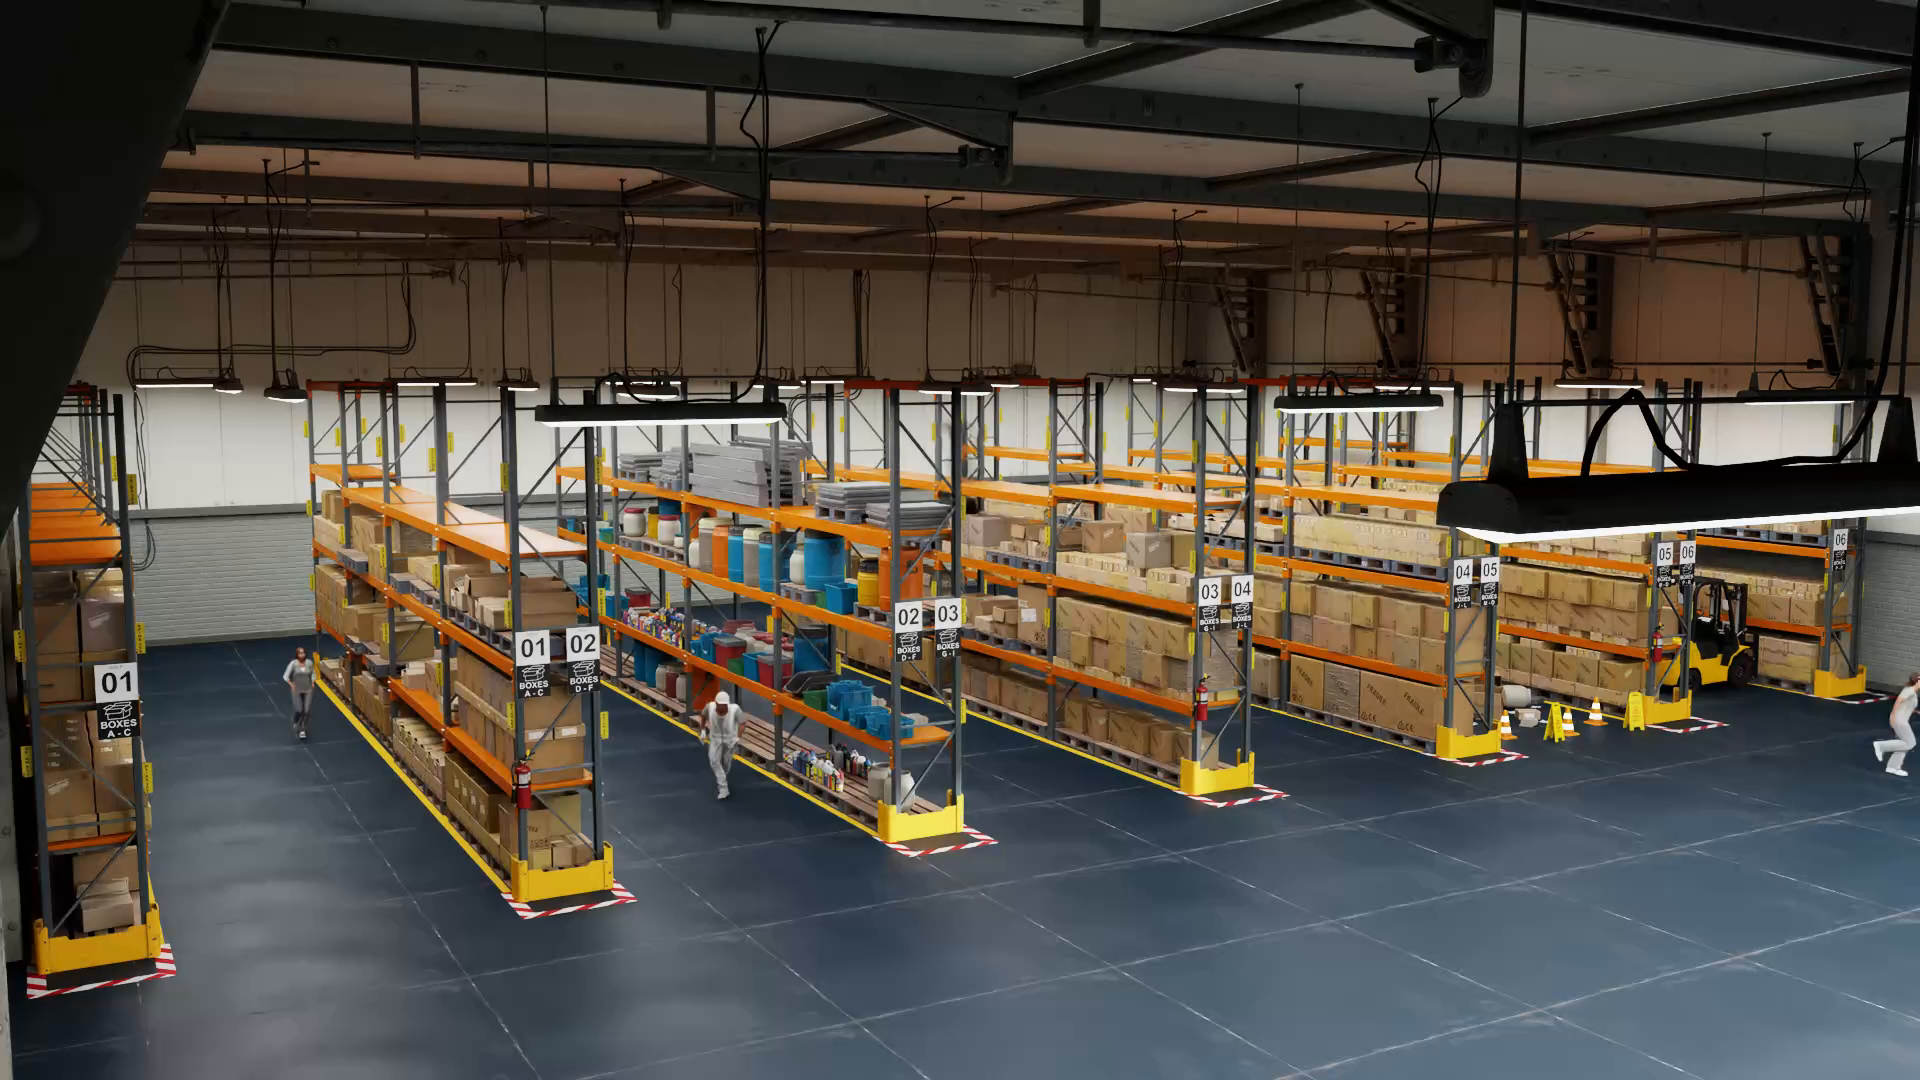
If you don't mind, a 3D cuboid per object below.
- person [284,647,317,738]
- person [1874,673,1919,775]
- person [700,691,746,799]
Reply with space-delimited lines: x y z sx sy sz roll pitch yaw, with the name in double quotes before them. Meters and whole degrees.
"person" -11.113 2.580 28.081 0.516 1.541 0.528 -4 7 -34
"person" 14.521 2.829 25.668 0.701 1.599 0.554 2 7 22
"person" -3.465 2.932 24.438 0.678 1.602 1.149 0 6 -3
